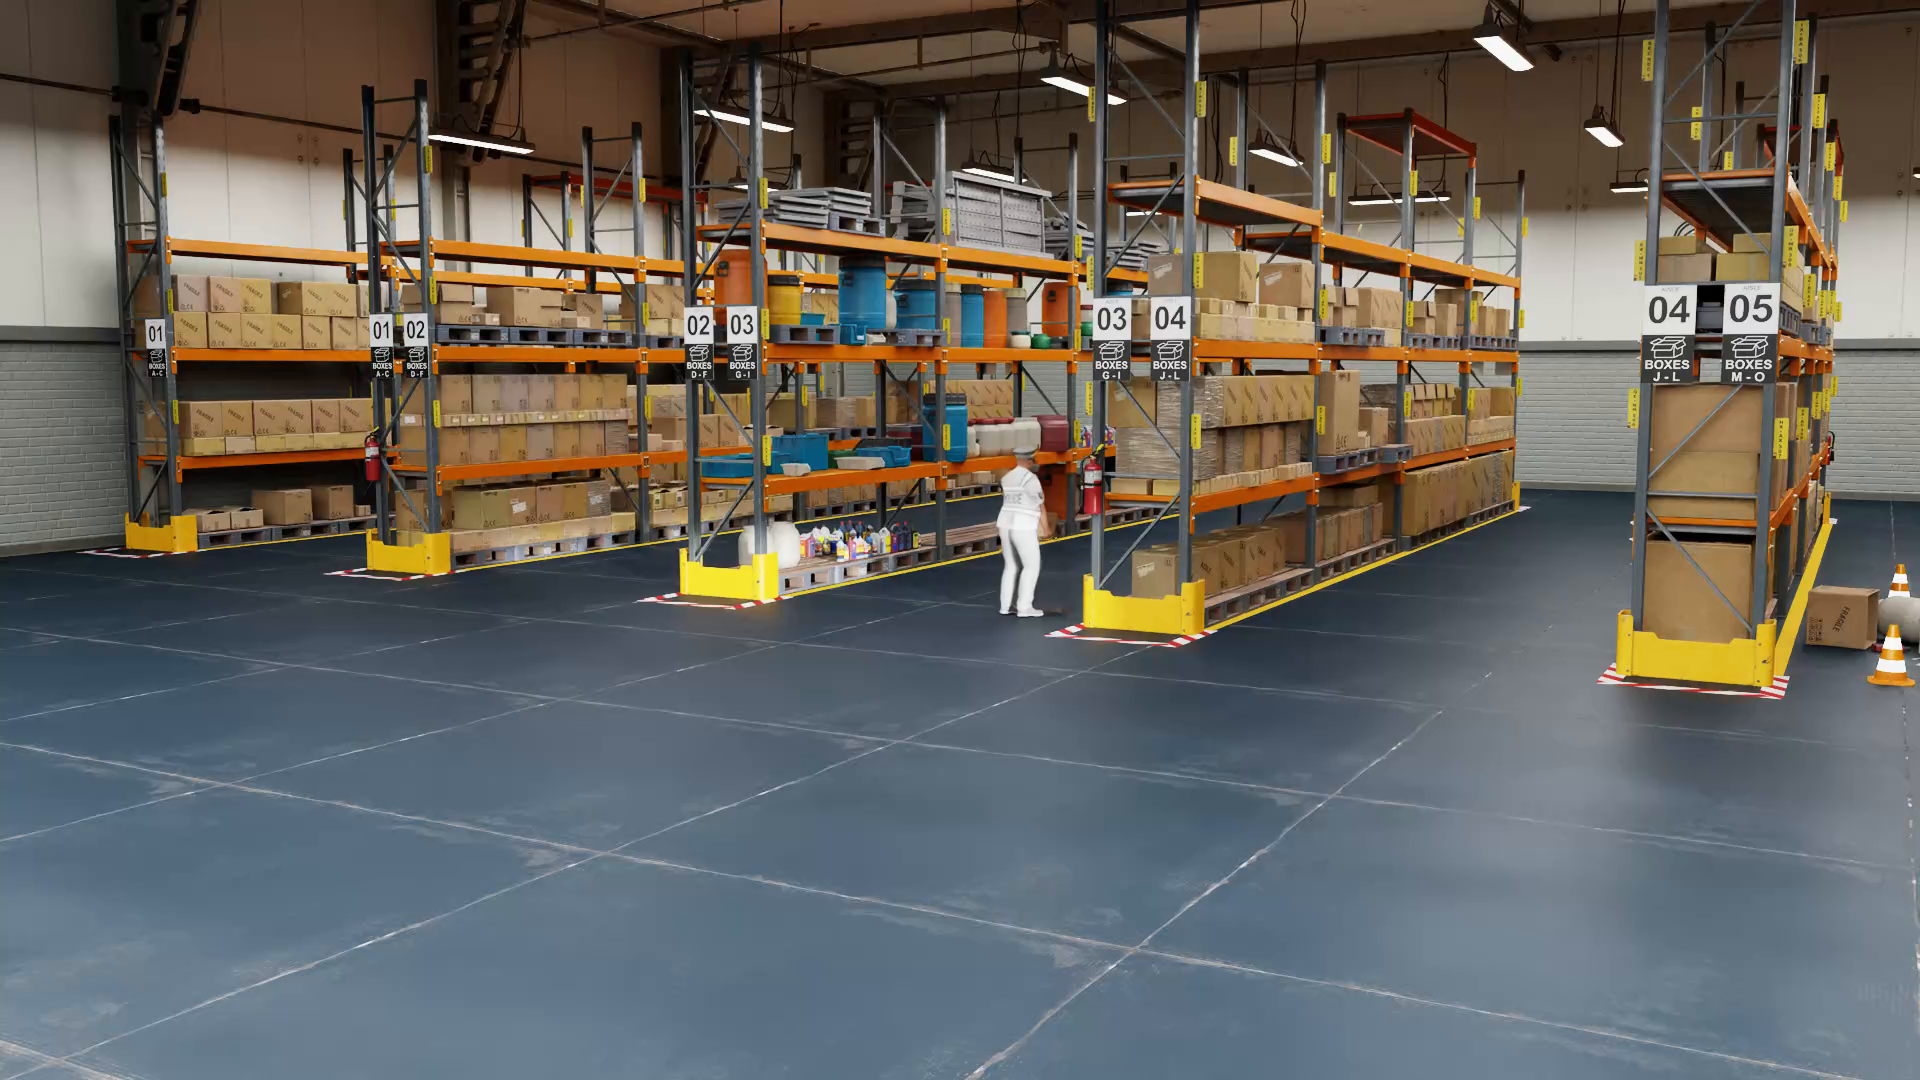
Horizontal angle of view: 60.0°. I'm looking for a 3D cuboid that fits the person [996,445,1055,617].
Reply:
[{"bbox_3d":[0.664,-0.101,17.105,0.593,1.754,0.485,-5,8,-41],"label":"person"}]
